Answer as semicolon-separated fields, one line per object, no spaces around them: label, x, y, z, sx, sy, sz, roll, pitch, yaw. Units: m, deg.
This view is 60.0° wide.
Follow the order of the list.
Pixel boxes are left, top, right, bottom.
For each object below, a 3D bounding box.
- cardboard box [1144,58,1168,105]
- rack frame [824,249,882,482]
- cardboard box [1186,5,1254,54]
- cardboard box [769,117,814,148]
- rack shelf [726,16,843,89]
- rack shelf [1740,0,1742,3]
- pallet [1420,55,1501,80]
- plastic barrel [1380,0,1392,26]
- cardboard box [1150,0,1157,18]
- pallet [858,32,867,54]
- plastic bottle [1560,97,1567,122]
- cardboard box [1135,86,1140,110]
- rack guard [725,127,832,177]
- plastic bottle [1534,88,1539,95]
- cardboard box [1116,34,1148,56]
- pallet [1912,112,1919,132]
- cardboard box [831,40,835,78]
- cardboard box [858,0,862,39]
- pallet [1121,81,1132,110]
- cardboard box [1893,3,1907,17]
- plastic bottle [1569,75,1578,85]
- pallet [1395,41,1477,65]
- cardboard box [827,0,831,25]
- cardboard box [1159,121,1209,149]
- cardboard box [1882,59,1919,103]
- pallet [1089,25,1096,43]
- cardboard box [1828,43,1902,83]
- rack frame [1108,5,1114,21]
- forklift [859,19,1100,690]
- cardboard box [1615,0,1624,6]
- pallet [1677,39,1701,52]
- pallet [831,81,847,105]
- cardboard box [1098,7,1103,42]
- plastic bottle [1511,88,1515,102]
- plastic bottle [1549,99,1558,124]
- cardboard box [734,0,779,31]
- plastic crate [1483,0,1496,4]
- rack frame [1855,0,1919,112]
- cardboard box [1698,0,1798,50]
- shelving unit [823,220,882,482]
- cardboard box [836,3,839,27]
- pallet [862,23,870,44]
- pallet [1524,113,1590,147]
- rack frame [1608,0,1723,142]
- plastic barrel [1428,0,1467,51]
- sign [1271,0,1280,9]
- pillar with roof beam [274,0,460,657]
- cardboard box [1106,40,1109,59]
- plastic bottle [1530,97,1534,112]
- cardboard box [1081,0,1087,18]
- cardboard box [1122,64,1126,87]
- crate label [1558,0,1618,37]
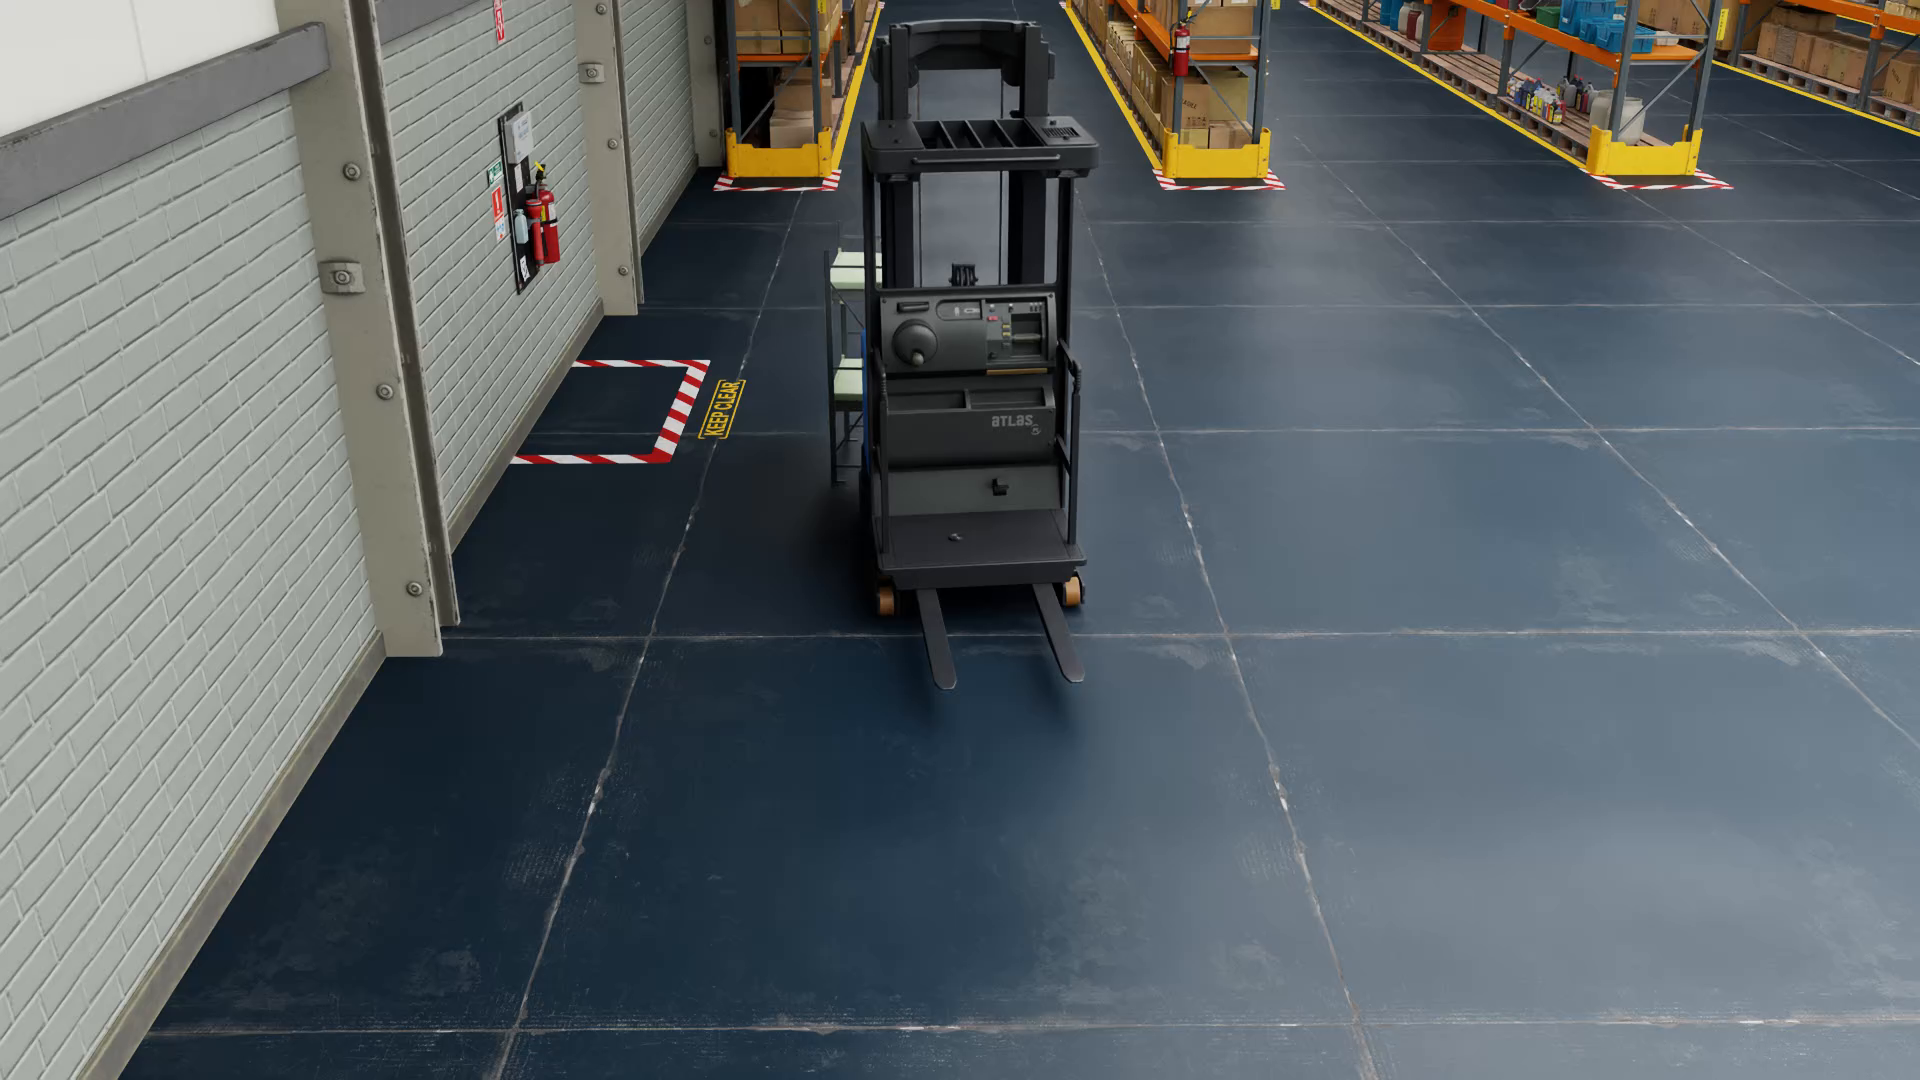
cardboard box;2.566;-5.659;20.539;0.500;0.500;0.500;0;24;-1
rack frame;-0.616;-1.053;10.258;0.400;1.500;0.023;1;24;3
cardboard box;2.906;-5.779;18.767;0.700;0.500;0.500;0;24;-1
cardboard box;-1.972;-4.778;19.404;0.500;0.311;0.500;-3;25;-7
rack shelf;-2.076;-6.014;20.279;1.077;0.370;4.000;0;24;-1
rack shelf;12.695;-9.377;27.716;1.077;0.370;4.000;0;24;-1
pallet;7.734;-7.268;25.565;1.003;0.211;1.213;0;24;-1
plastic barrel;7.710;-9.518;29.191;0.600;0.901;0.708;0;24;-1
cardboard box;2.866;-7.052;21.581;0.700;0.500;0.500;-1;24;-2
pallet;-2.086;-8.370;28.000;1.003;0.211;1.213;0;24;-1
plastic bottle;7.524;-5.384;20.777;0.061;0.283;0.133;0;24;-1
cardboard box;2.557;-5.729;21.605;0.500;0.250;0.500;0;24;-1
rack guard;-2.056;-4.410;18.893;1.175;0.500;0.348;0;24;-1
plastic bottle;7.443;-5.695;21.478;0.097;0.271;0.097;0;24;0
cardboard box;2.547;-7.176;24.123;0.500;0.311;0.500;-1;24;-1
pallet;12.820;-5.181;20.950;1.003;0.211;1.213;0;24;-1
cardboard box;-2.144;-6.953;23.984;0.700;0.500;0.500;0;24;0
cardboard box;-2.022;-8.690;27.424;0.750;0.750;0.750;0;24;-1
pallet;2.808;-6.222;23.252;1.003;0.211;1.213;0;24;-1
cardboard box;12.452;-6.925;21.726;0.380;0.149;0.250;0;24;-1
plastic bottle;8.103;-5.940;21.923;0.144;0.351;0.185;-1;24;-2
pallet;7.714;-7.913;26.989;1.003;0.211;1.213;0;24;-1
cardboard box;-1.755;-6.202;19.070;0.500;0.500;0.500;0;24;0
cardboard box;2.597;-4.699;19.327;0.500;0.250;0.500;0;24;-1
cardboard box;12.725;-6.120;22.165;0.500;0.500;0.500;-1;24;-2
pallet;2.814;-8.880;29.129;1.003;0.211;1.213;0;24;-1
cardboard box;12.789;-6.744;23.520;0.700;0.500;0.500;0;24;-1
rack frame;2.811;-8.838;25.650;1.000;3.000;0.127;0;24;-1
forklift;0.071;-1.077;8.576;1.130;2.935;3.031;-3;24;-6
cardboard box;12.737;-10.395;31.163;0.875;0.875;0.875;0;24;-1
pallet;12.774;-8.437;28.148;1.003;0.211;1.213;0;24;-1
pallet;-2.108;-6.216;23.237;1.003;0.211;1.213;0;24;-1
cardboard box;2.561;-8.497;27.396;0.500;0.500;0.500;-1;24;-2
plastic bottle;7.375;-5.918;22.058;0.097;0.201;0.097;0;24;0
plastic bottle;7.374;-5.328;20.652;0.061;0.283;0.133;0;24;1
cardboard box;-2.272;-5.993;18.609;0.500;0.500;0.500;-1;24;-1
plastic crate;7.485;-7.656;23.057;0.392;0.384;0.575;0;24;-1
rack frame;12.761;-7.232;22.101;1.000;3.000;0.127;0;24;-1
cardboard box;12.730;-8.388;26.726;1.225;0.875;0.875;-1;24;-3
shelving unit;-0.597;-1.203;10.591;0.431;1.500;0.755;1;24;3
cardboard box;-1.772;-6.500;20.640;0.500;0.250;0.500;0;24;-1
pallet;-2.102;-8.874;29.115;1.003;0.211;1.213;0;24;-1
pallet;7.790;-5.159;20.900;1.003;0.211;1.213;0;24;-1
rack frame;7.852;-5.562;18.408;1.000;3.000;0.127;0;24;-1
plastic barrel;7.742;-8.262;26.502;0.600;0.830;0.708;0;24;-1
sign;3.454;-5.972;18.167;0.100;0.325;0.005;0;24;-1
pillar with roof beam;1.508;-3.610;6.812;9.100;9.000;0.400;0;24;-1
cardboard box;2.523;-7.559;25.650;0.500;0.250;0.500;0;24;-1
plastic bottle;7.384;-5.607;21.368;0.097;0.201;0.097;0;24;0
cardboard box;2.478;-9.781;30.236;0.500;0.500;0.500;0;24;-1
cardboard box;2.557;-6.506;23.322;0.500;0.250;0.500;-1;24;-1
crate label;7.561;-6.335;20.074;0.502;0.435;0.616;0;24;-1
